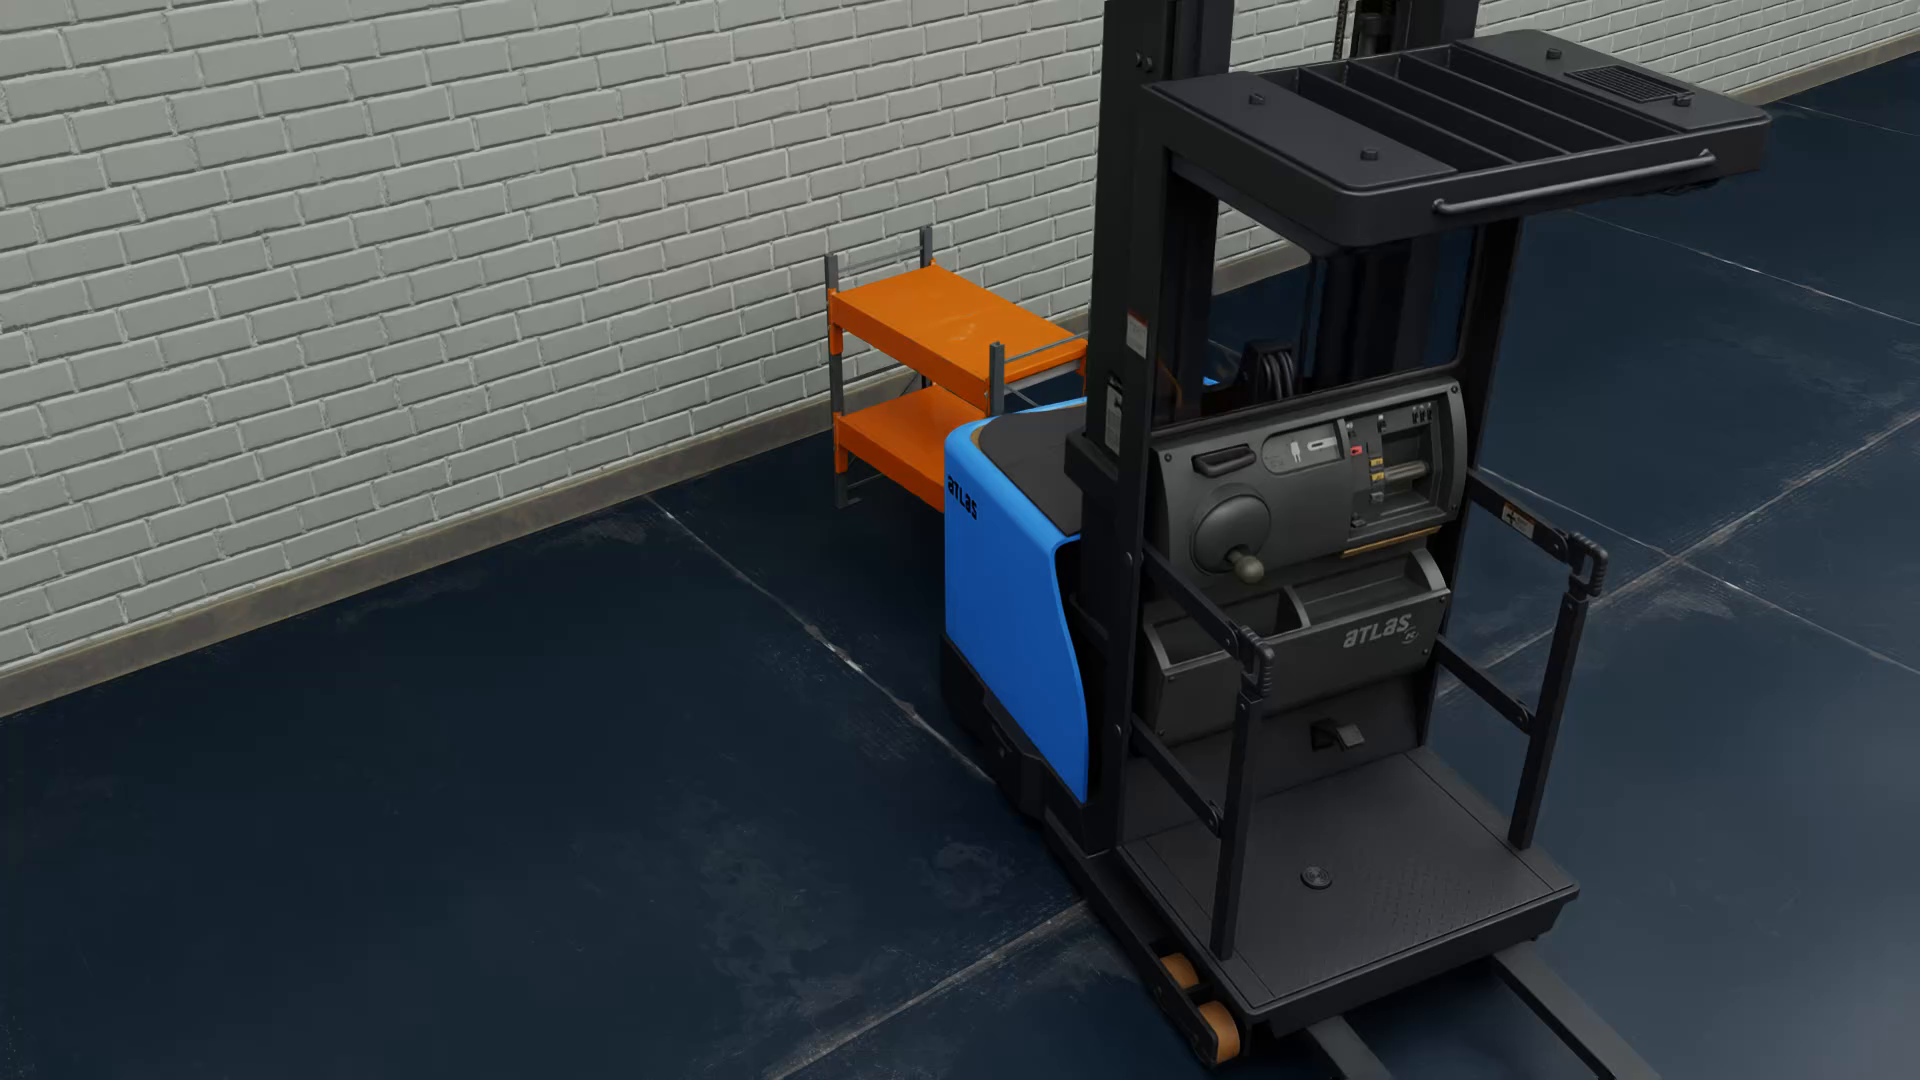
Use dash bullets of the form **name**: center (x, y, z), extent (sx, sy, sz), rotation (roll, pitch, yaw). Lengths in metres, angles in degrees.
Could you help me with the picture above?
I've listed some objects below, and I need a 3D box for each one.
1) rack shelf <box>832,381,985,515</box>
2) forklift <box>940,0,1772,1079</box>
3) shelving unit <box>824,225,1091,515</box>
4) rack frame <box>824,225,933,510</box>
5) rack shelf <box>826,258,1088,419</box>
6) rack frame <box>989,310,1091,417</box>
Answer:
- **rack shelf**: center (-0.004, -0.273, 6.587), extent (0.538, 0.278, 1.000), rotation (-22, 38, -31)
- **forklift**: center (1.014, -0.099, 4.132), extent (1.130, 2.935, 3.031), rotation (-14, 34, -21)
- **shelving unit**: center (-0.004, -0.481, 6.458), extent (0.538, 1.125, 1.048), rotation (-22, 38, -31)
- **rack frame**: center (-0.316, -0.693, 6.799), extent (0.500, 1.125, 0.032), rotation (-22, 38, -31)
- **rack shelf**: center (-0.004, -0.729, 6.303), extent (0.538, 0.278, 1.000), rotation (-22, 38, -31)
- **rack frame**: center (0.308, -0.269, 6.117), extent (0.500, 1.125, 0.032), rotation (-22, 38, -31)
